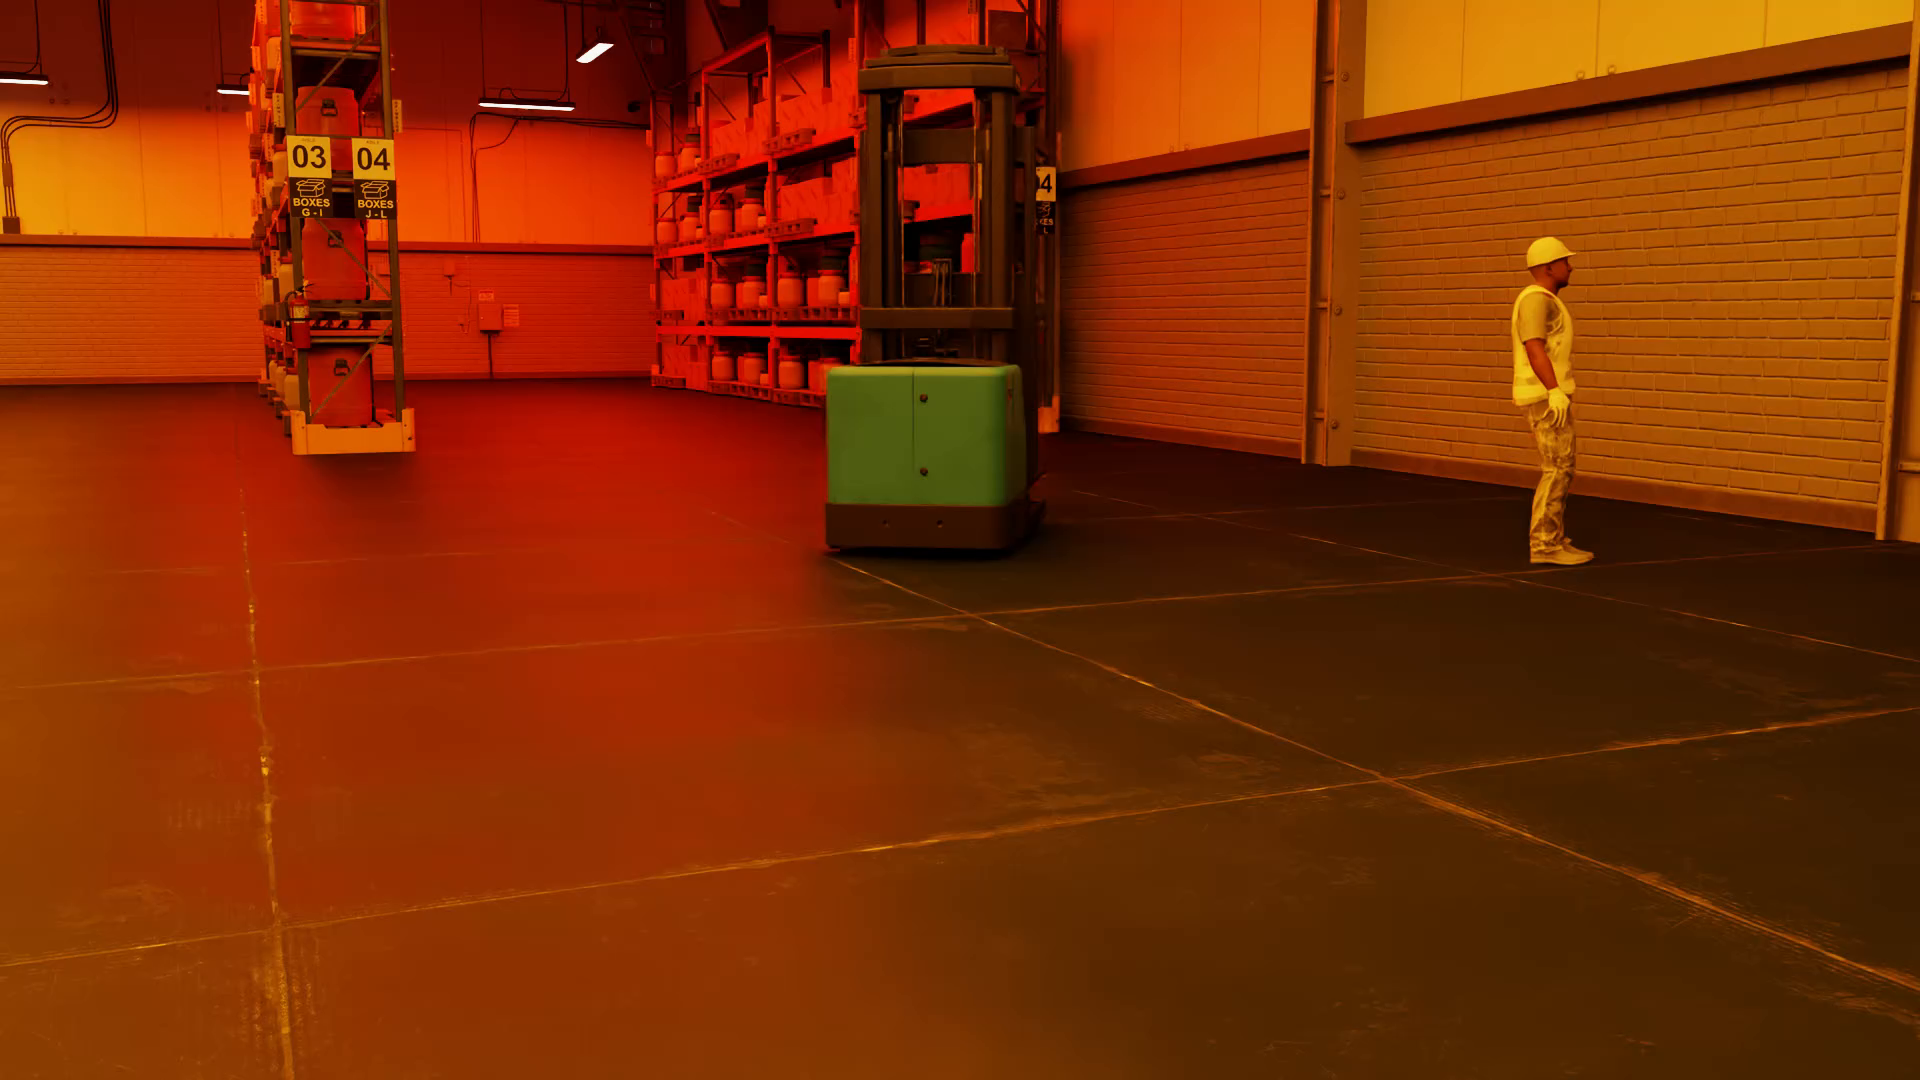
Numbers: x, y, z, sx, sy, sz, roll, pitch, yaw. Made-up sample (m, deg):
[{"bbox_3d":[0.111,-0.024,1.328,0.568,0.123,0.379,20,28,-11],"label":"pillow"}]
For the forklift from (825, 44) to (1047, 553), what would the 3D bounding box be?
[{"bbox_3d":[-0.036,-1.534,10.577,1.130,2.935,3.031,1,8,8],"label":"forklift"}]

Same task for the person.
[{"bbox_3d":[3.289,-0.760,9.172,0.501,1.801,0.649,2,8,17],"label":"person"}]
